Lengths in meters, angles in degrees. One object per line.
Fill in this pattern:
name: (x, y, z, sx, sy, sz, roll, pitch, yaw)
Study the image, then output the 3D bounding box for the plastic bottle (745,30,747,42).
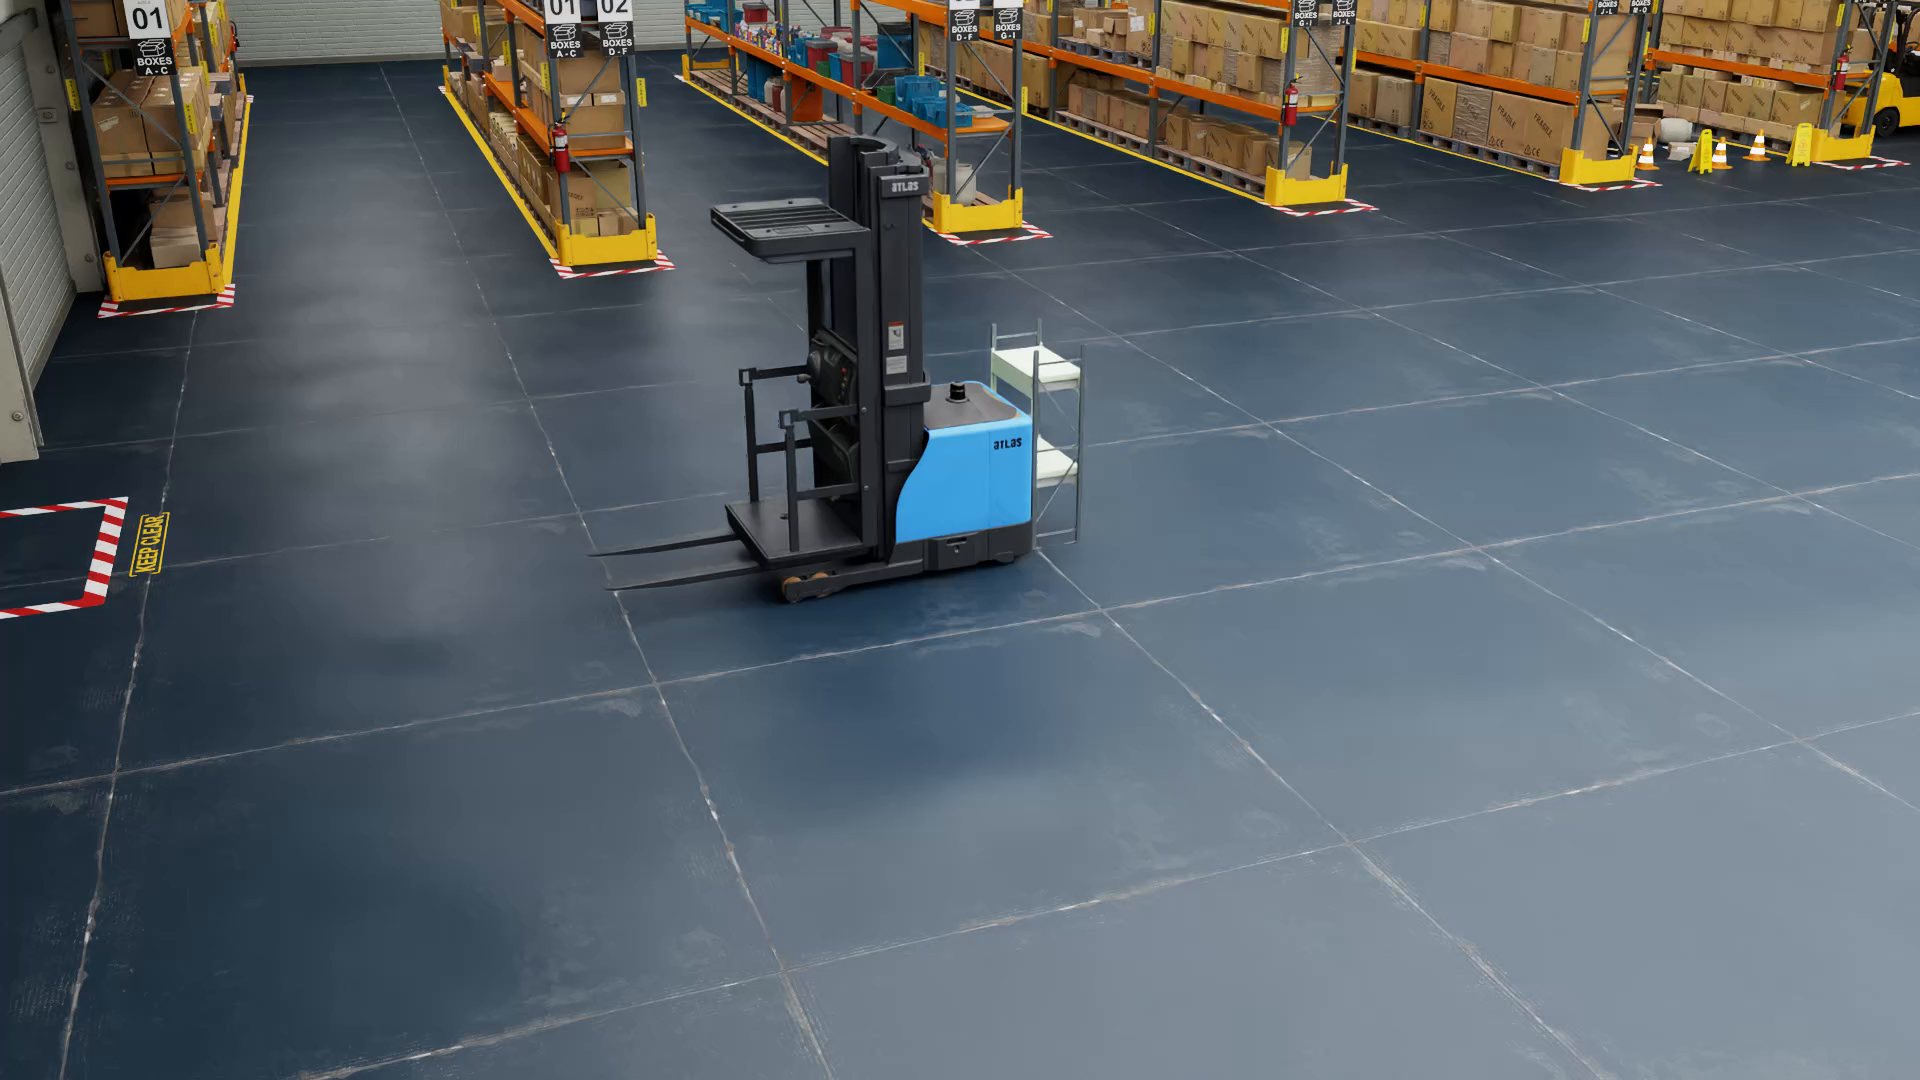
plastic bottle: (-3.943, -9.347, 30.820, 0.097, 0.201, 0.097, 0, 23, 0)

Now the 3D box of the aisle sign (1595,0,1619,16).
aisle sign: (9.364, -7.967, 23.943, 0.394, 0.787, 0.004, -8, 24, -19)

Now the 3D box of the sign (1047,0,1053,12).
sign: (1.599, -9.555, 29.568, 0.100, 0.325, 0.005, -8, 24, -19)

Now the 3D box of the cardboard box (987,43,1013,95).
cardboard box: (1.266, -9.213, 32.440, 1.225, 0.875, 0.875, -9, 25, -21)

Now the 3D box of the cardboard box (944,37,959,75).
cardboard box: (0.228, -10.345, 35.127, 0.875, 0.875, 0.875, -8, 24, -19)

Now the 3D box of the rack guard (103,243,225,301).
rack guard: (-8.985, -3.029, 18.793, 1.175, 0.500, 0.348, -8, 24, -19)

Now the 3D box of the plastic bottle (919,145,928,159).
plastic bottle: (-0.538, -5.684, 24.718, 0.144, 0.351, 0.185, -10, 25, -22)

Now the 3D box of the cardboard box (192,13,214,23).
cardboard box: (-12.075, -8.175, 26.280, 0.500, 0.250, 0.500, -8, 24, -19)

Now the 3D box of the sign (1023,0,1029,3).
sign: (0.826, -6.973, 21.058, 0.100, 0.325, 0.005, -8, 24, -19)

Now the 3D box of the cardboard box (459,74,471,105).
cardboard box: (-9.031, -8.414, 31.002, 0.500, 0.500, 0.500, -8, 24, -19)

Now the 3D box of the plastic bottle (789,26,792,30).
plastic bottle: (-3.133, -9.352, 30.736, 0.152, 0.276, 0.135, -8, 24, -19)

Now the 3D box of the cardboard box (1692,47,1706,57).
cardboard box: (12.928, -8.459, 28.782, 0.380, 0.149, 0.250, -8, 24, -17)

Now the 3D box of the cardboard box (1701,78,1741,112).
cardboard box: (13.139, -7.644, 28.559, 0.500, 0.500, 0.500, -7, 24, -16)

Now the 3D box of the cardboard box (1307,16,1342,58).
cardboard box: (5.004, -7.073, 23.371, 0.500, 0.500, 0.500, -8, 24, -19)

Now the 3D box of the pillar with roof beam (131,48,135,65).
pillar with roof beam: (-10.227, -12.004, 29.145, 9.100, 9.000, 0.400, -8, 24, -19)

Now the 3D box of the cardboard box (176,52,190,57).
cardboard box: (-10.972, -6.484, 23.077, 0.700, 0.500, 0.500, -5, 23, -12)

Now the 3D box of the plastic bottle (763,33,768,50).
plastic bottle: (-3.462, -8.869, 29.582, 0.061, 0.283, 0.133, -8, 24, -19)

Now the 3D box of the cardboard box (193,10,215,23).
cardboard box: (-12.261, -8.359, 26.718, 0.500, 0.250, 0.500, -9, 24, -20)

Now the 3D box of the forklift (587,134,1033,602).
forklift: (-1.050, -1.163, 11.235, 3.031, 2.935, 1.130, -9, 24, -20)

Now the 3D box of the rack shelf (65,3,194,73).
rack shelf: (-9.665, -5.931, 19.524, 1.077, 0.370, 4.000, -8, 24, -19)

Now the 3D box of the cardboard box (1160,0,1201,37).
cardboard box: (3.452, -8.091, 25.786, 0.500, 0.500, 0.500, -8, 24, -19)

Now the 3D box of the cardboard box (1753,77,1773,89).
cardboard box: (13.409, -7.594, 27.605, 0.380, 0.149, 0.250, -8, 24, -18)

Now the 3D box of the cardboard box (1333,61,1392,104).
cardboard box: (7.236, -8.349, 30.552, 1.050, 0.750, 0.750, -8, 24, -18)

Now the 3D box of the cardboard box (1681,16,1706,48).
cardboard box: (12.895, -8.811, 28.782, 0.500, 0.500, 0.500, -8, 24, -19)

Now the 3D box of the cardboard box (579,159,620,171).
cardboard box: (-4.674, -4.693, 21.557, 0.500, 0.500, 0.500, -8, 24, -19)

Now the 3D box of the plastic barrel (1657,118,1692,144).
plastic barrel: (12.068, -6.908, 28.094, 0.512, 0.421, 0.421, 8, 24, 18)

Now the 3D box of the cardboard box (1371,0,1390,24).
cardboard box: (7.664, -9.346, 29.146, 0.700, 0.500, 0.500, -8, 24, -19)

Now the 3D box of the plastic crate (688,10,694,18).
plastic crate: (-5.527, -10.970, 34.677, 0.250, 0.136, 0.298, -8, 24, -19)

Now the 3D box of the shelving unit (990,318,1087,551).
shelving unit: (0.555, -0.779, 12.166, 0.431, 1.500, 0.755, -9, 25, -21)

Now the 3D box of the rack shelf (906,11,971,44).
rack shelf: (-0.002, -10.948, 35.288, 1.077, 0.370, 4.000, -8, 24, -19)

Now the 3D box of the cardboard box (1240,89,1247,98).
cardboard box: (4.302, -6.516, 24.171, 0.380, 0.149, 0.250, -8, 24, -19)

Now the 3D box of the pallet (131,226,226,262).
pallet: (-9.666, -3.639, 20.611, 1.003, 0.211, 1.213, -8, 24, -19)

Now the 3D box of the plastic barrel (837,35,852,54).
plastic barrel: (-1.804, -7.973, 27.162, 0.421, 0.512, 0.421, 0, 23, 0)

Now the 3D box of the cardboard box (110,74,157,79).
cardboard box: (-10.222, -5.505, 20.650, 0.500, 0.500, 0.500, -8, 24, -19)

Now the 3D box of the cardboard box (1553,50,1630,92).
cardboard box: (9.446, -7.034, 24.883, 0.875, 0.550, 0.550, -8, 24, -19)

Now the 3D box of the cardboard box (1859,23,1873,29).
cardboard box: (17.021, -9.766, 31.751, 0.500, 0.250, 0.500, -8, 24, -18)

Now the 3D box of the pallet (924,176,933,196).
pallet: (-0.470, -4.987, 23.811, 1.003, 0.211, 1.213, -8, 24, -19)

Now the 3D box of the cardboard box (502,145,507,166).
cardboard box: (-6.693, -5.880, 25.339, 0.500, 0.250, 0.500, -8, 24, -18)

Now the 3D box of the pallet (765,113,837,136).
pallet: (-2.834, -7.415, 29.572, 1.003, 0.211, 1.213, -8, 24, -19)

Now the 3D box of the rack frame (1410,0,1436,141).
rack frame: (8.206, -8.289, 28.055, 1.000, 3.000, 0.127, -8, 24, -19)

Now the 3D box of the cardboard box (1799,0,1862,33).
cardboard box: (13.830, -8.352, 26.404, 0.700, 0.500, 0.500, -9, 24, -20)

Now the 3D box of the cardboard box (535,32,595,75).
cardboard box: (-5.044, -6.224, 21.357, 0.700, 0.500, 0.500, -8, 24, -19)

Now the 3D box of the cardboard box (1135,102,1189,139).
cardboard box: (3.334, -6.923, 27.464, 0.700, 0.500, 0.500, -10, 25, -23)

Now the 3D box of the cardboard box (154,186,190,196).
cardboard box: (-9.967, -4.286, 21.209, 0.500, 0.500, 0.500, -10, 25, -23)

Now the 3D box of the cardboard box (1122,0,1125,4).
cardboard box: (3.903, -12.284, 37.857, 0.380, 0.149, 0.250, -7, 24, -17)

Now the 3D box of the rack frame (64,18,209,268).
rack frame: (-8.958, -4.153, 18.242, 1.000, 3.000, 0.127, -8, 24, -19)

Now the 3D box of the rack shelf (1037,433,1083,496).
rack shelf: (0.555, -0.478, 12.293, 0.431, 0.370, 0.720, -9, 25, -21)

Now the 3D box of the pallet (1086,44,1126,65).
pallet: (2.855, -8.297, 28.320, 1.003, 0.211, 1.213, -8, 24, -19)

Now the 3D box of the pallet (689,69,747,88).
pallet: (-5.087, -9.736, 35.079, 1.003, 0.211, 1.213, -8, 24, -19)

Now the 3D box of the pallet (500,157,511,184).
pallet: (-6.470, -5.709, 25.524, 1.003, 0.211, 1.213, -8, 24, -19)

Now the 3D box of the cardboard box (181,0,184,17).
cardboard box: (-9.564, -6.513, 19.824, 0.500, 0.500, 0.500, -9, 25, -21)

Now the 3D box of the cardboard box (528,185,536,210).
cardboard box: (-5.515, -4.639, 22.395, 0.500, 0.250, 0.500, -8, 24, -19)

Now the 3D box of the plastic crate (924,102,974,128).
plastic crate: (-0.147, -5.585, 21.830, 0.499, 0.251, 0.616, -8, 24, -19)

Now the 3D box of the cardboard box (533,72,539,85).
cardboard box: (-5.366, -6.041, 21.757, 0.380, 0.149, 0.250, -9, 25, -21)

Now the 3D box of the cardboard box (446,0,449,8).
cardboard box: (-9.523, -10.402, 31.651, 0.500, 0.500, 0.500, -9, 24, -19)
